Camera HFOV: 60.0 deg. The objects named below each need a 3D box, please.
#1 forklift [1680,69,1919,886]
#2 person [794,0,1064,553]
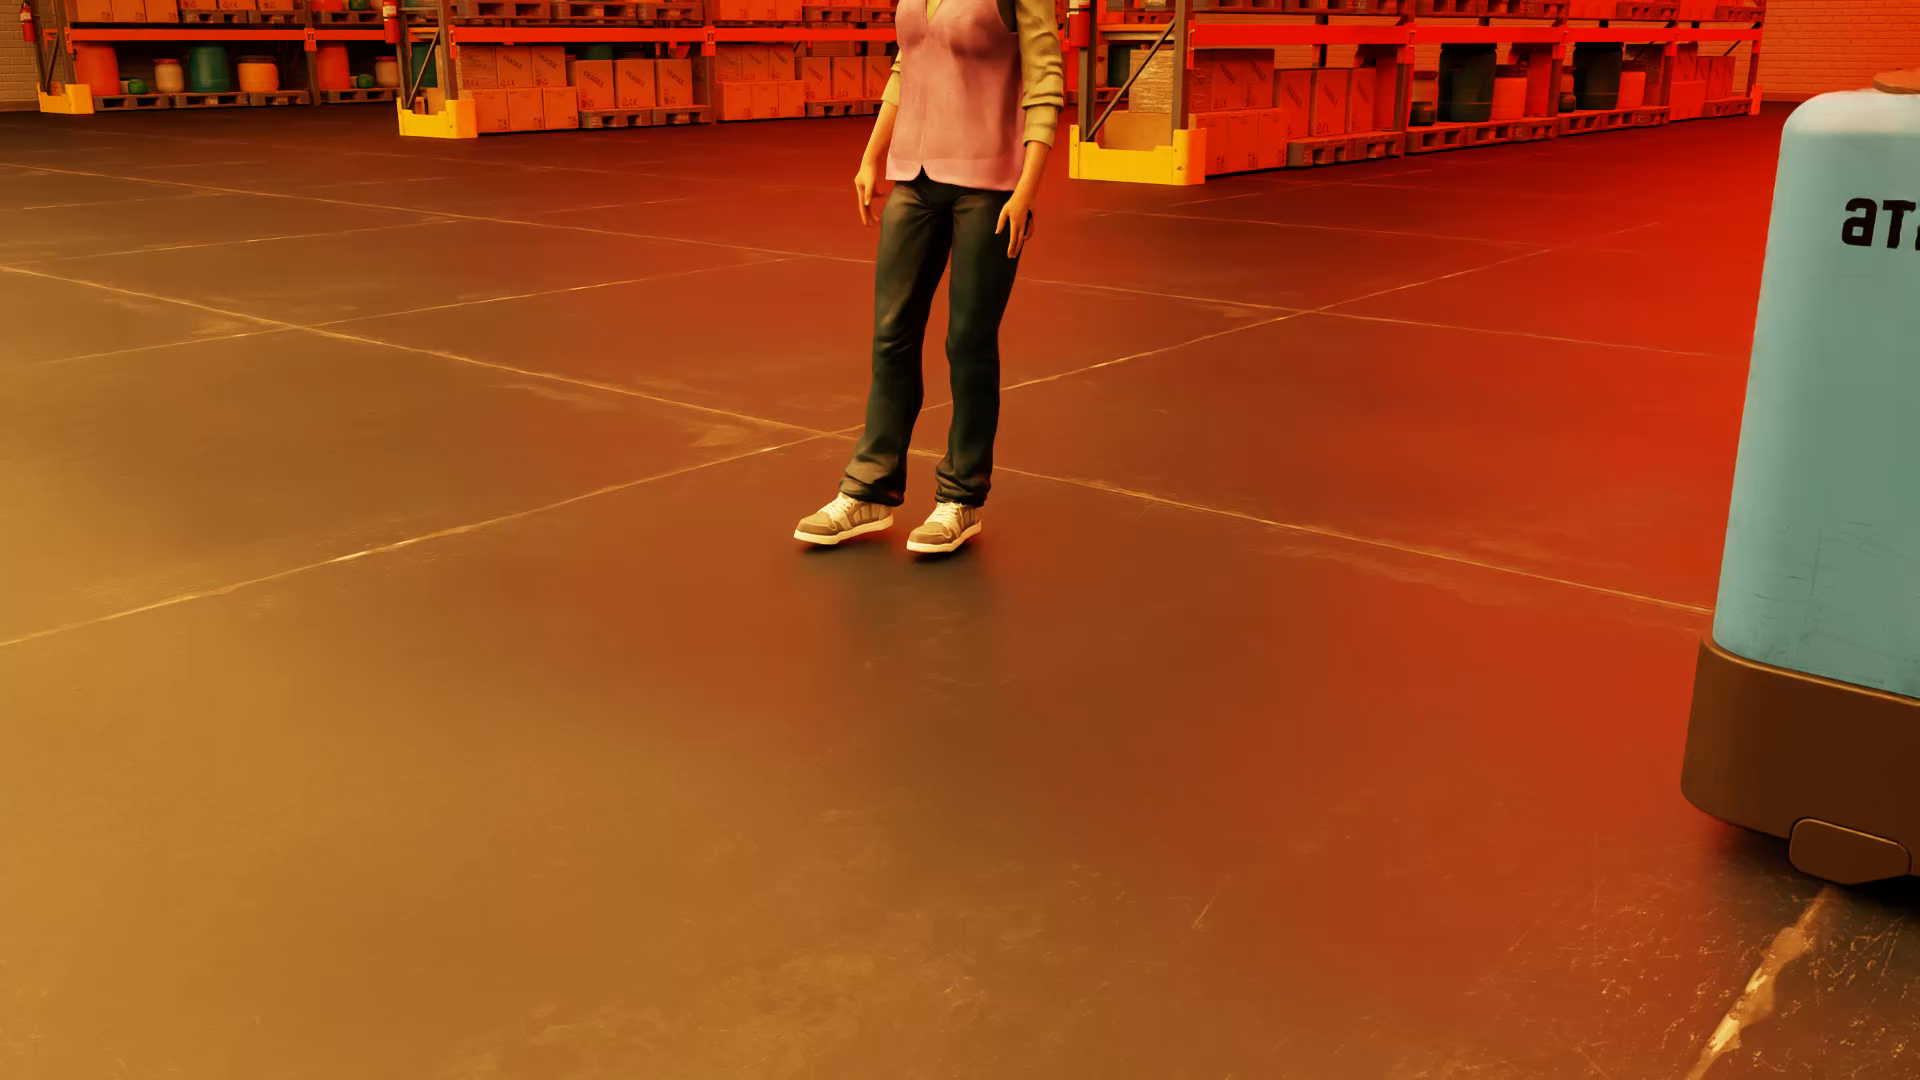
[{"bbox_3d":[2.498,-0.769,1.431,3.031,2.935,1.130,15,22,40],"label":"forklift"},{"bbox_3d":[-0.057,-0.757,3.662,0.520,1.596,0.475,13,21,37],"label":"person"}]
